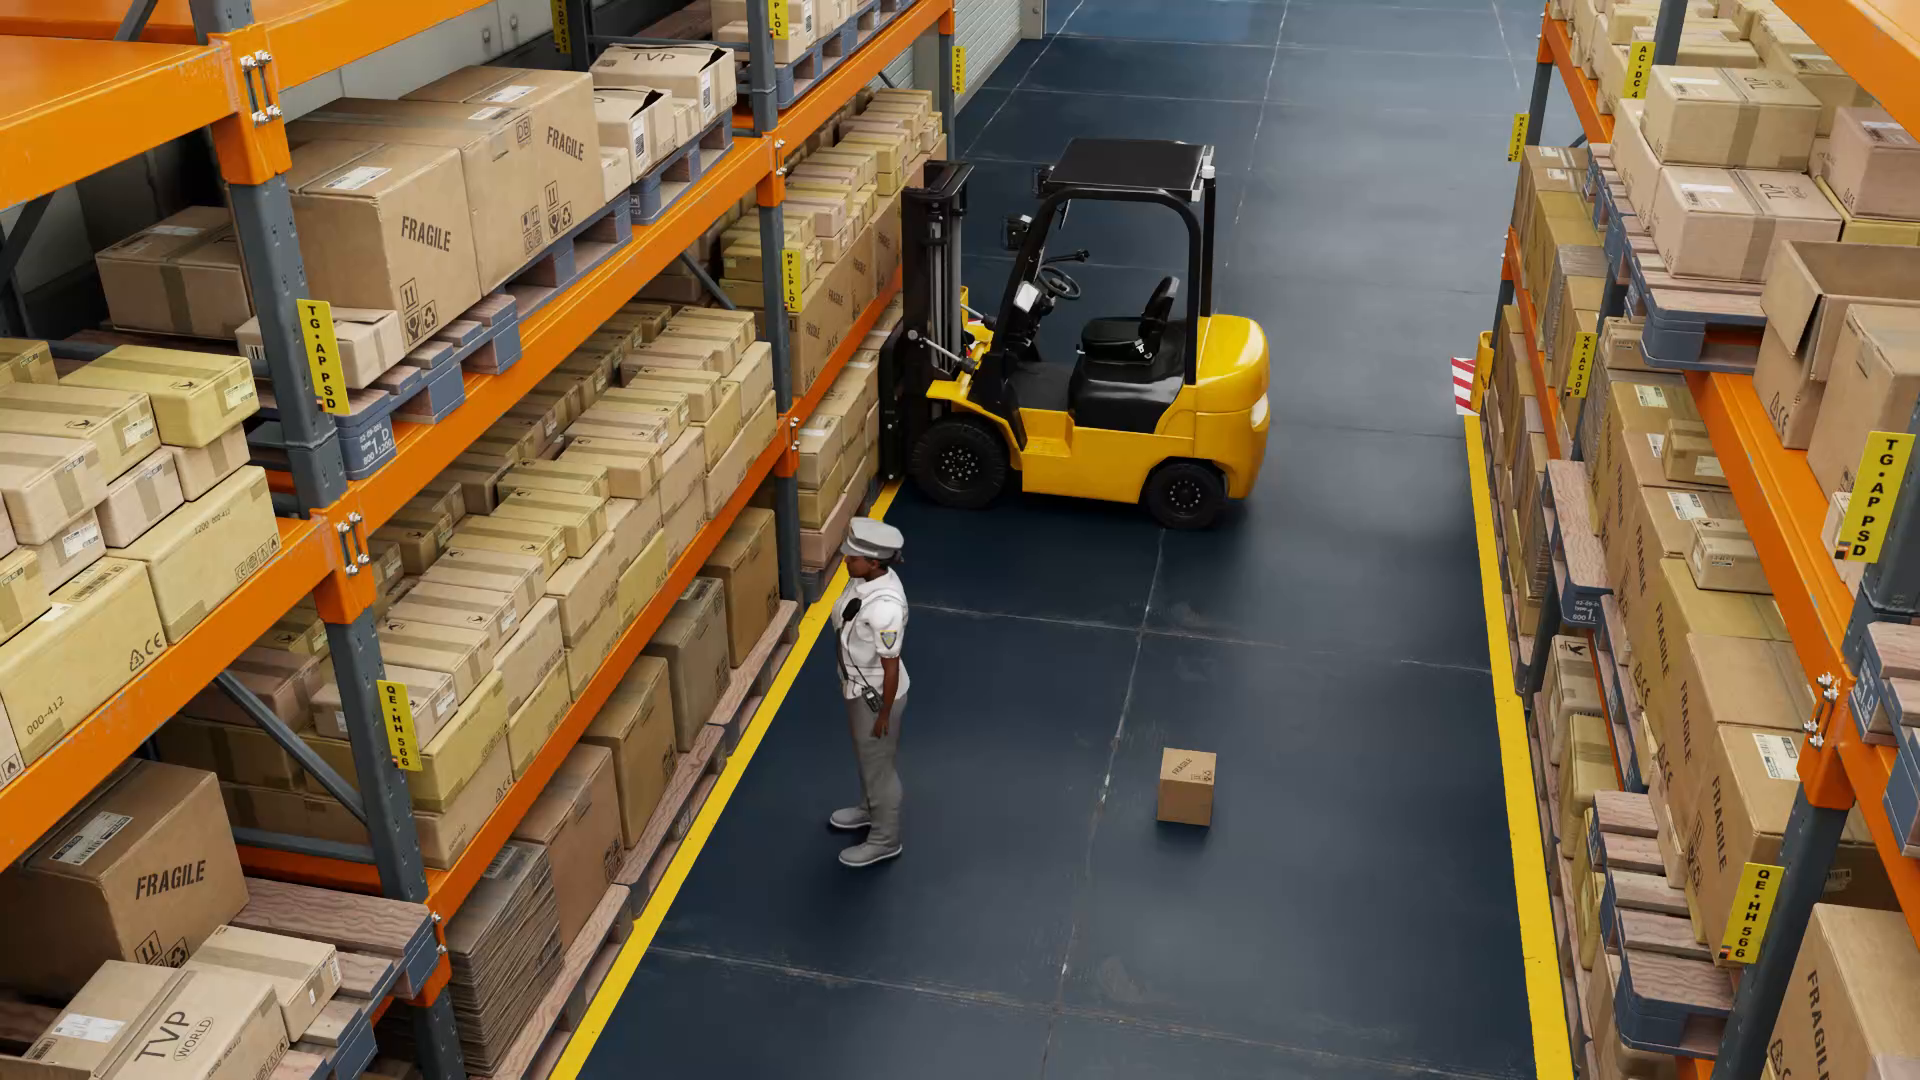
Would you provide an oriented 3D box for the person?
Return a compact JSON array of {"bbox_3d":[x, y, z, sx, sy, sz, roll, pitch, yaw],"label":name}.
[{"bbox_3d":[-0.410,0.666,7.380,0.361,1.694,0.448,-6,29,-10],"label":"person"}]
